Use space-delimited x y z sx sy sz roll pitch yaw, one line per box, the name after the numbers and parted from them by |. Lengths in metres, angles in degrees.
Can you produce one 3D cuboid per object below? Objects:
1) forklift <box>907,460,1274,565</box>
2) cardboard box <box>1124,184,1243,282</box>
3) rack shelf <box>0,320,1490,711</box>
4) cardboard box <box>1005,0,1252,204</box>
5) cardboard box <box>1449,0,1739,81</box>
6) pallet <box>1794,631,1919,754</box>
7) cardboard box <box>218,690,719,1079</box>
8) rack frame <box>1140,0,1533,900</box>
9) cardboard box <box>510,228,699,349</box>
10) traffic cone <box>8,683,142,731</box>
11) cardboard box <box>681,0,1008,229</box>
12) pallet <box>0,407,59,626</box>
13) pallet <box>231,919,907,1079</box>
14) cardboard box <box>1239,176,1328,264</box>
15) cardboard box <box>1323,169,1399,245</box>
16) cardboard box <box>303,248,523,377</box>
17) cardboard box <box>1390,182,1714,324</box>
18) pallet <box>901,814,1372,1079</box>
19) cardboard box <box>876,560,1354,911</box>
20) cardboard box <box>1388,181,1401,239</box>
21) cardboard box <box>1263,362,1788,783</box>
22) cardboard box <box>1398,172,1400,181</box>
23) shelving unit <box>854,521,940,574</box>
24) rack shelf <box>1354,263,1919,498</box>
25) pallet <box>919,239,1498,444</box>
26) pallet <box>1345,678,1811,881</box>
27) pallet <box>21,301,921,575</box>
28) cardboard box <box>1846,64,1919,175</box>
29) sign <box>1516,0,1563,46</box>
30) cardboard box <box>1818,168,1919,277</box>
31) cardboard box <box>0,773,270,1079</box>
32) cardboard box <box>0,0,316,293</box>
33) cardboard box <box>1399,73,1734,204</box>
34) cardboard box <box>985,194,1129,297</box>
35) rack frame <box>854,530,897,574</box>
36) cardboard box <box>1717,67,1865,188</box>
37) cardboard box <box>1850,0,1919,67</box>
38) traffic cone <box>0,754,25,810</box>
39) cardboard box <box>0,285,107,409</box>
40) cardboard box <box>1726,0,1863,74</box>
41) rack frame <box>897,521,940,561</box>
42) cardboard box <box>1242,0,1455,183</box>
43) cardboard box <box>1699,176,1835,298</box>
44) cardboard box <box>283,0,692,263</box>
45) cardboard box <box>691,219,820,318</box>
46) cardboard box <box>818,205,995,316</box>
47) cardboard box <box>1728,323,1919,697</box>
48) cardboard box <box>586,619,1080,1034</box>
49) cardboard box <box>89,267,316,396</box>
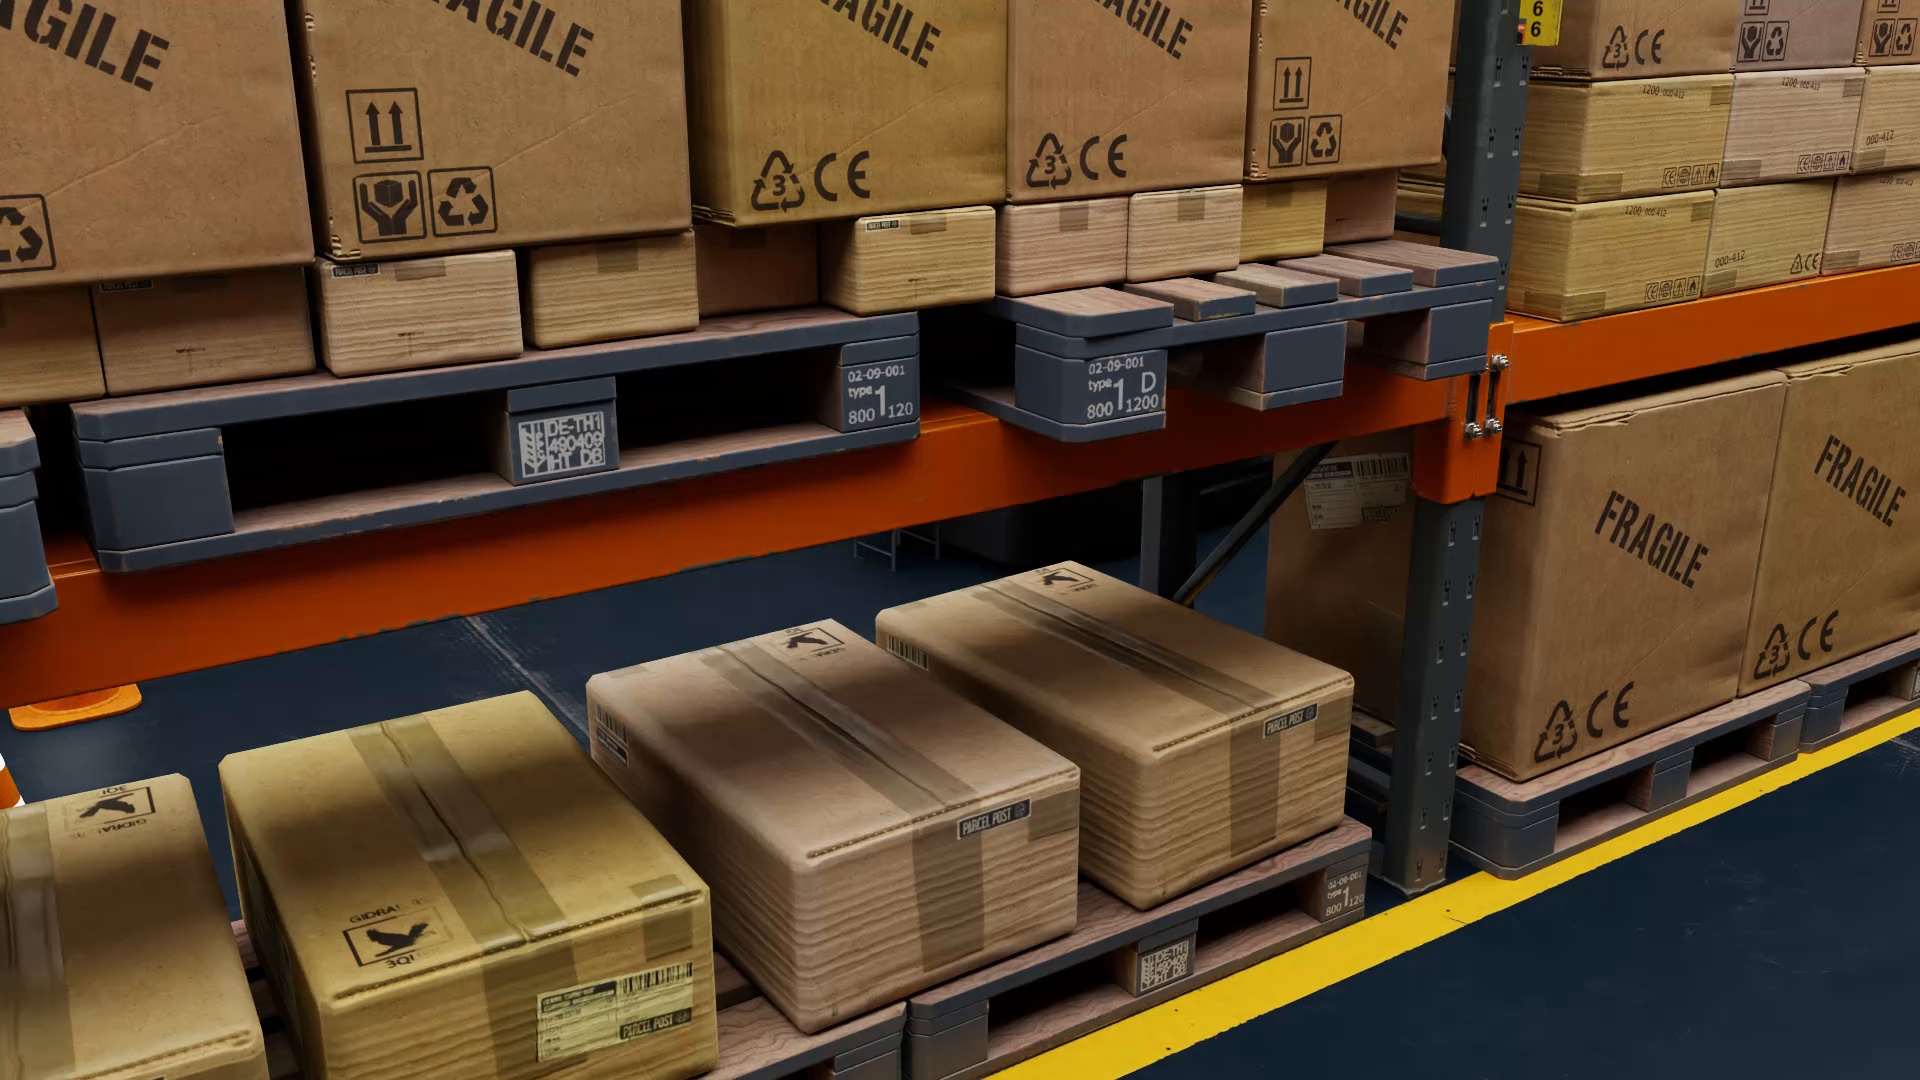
0.984 -1.667 6.599 3.031 2.935 1.130 -16 24 -39 | forklift
0.289 -0.577 3.006 0.250 0.149 0.380 -12 22 -32 | cardboard box
-0.867 -0.048 2.826 4.000 0.370 1.077 -12 22 -31 | rack shelf
0.151 -0.880 2.887 0.500 0.500 0.500 -12 22 -32 | cardboard box
1.350 -1.284 3.640 0.500 0.500 0.500 -13 22 -33 | cardboard box
2.521 0.248 5.183 1.213 0.211 1.003 -12 22 -31 | pallet
-0.922 0.666 3.039 0.625 0.372 0.950 -11 22 -30 | cardboard box
0.803 -0.741 3.753 0.127 3.000 1.000 -12 22 -31 | rack frame
-0.591 -0.406 2.499 0.250 0.149 0.380 -13 22 -33 | cardboard box
-2.579 0.254 4.771 0.334 0.463 0.336 -12 22 -31 | traffic cone
-0.270 -0.791 2.623 0.500 0.500 0.500 -14 23 -35 | cardboard box
-1.819 -0.041 1.983 1.213 0.211 1.003 -12 22 -31 | pallet
-0.868 0.931 3.162 1.213 0.211 1.003 -12 22 -31 | pallet
0.475 -0.634 3.172 0.250 0.149 0.380 -12 22 -31 | cardboard box
0.659 -0.700 3.369 0.250 0.149 0.380 -11 22 -29 | cardboard box
-0.798 -0.351 2.337 0.250 0.149 0.380 -11 22 -29 | cardboard box
1.351 -0.689 3.833 0.500 0.250 0.500 -12 22 -32 | cardboard box
0.150 0.717 3.794 1.213 0.211 1.003 -12 22 -31 | pallet
0.326 0.402 3.820 0.625 0.372 0.950 -14 23 -35 | cardboard box
1.083 -0.829 4.246 0.500 0.250 0.500 -13 23 -33 | cardboard box
1.426 -0.033 4.320 0.875 0.875 0.875 -12 22 -32 | cardboard box
1.068 -1.060 4.150 0.500 0.250 0.500 -12 22 -32 | cardboard box
-0.229 -0.358 5.899 0.210 0.900 0.258 -16 24 -39 | shelving unit
2.474 -0.753 4.910 4.000 0.370 1.077 -12 22 -31 | rack shelf
0.267 -0.496 3.328 1.003 0.211 1.213 -12 22 -31 | pallet
1.503 0.461 4.551 1.213 0.211 1.003 -12 22 -31 | pallet
-0.827 -0.291 2.720 1.213 0.211 1.003 -12 22 -31 | pallet
2.218 -1.105 4.284 0.500 0.250 0.500 -12 22 -32 | cardboard box
1.110 -1.109 3.156 0.005 0.325 0.100 -12 22 -31 | sign
2.211 -0.875 4.383 0.500 0.250 0.500 -11 22 -30 | cardboard box
-1.502 0.789 2.675 0.625 0.372 0.950 -10 21 -28 | cardboard box
-1.150 -0.601 2.064 0.500 0.500 0.500 -12 22 -32 | cardboard box
1.362 -0.930 3.766 0.500 0.250 0.500 -12 22 -32 | cardboard box
0.075 -0.535 2.881 0.250 0.149 0.380 -13 23 -34 | cardboard box
-0.305 -0.337 5.836 0.006 0.900 0.240 -16 24 -39 | rack frame
1.795 -1.021 4.034 0.500 0.250 0.500 -11 22 -30 | cardboard box
2.199 -1.460 4.164 0.500 0.500 0.500 -11 22 -30 | cardboard box
-2.272 0.572 3.829 0.334 0.463 0.336 -12 22 -31 | traffic cone
-1.256 -0.275 2.112 0.250 0.149 0.380 -12 22 -31 | cardboard box
1.759 -1.373 3.907 0.500 0.500 0.500 -12 22 -31 | cardboard box
-0.153 -0.380 5.963 0.006 0.900 0.240 -16 24 -39 | rack frame
0.577 -0.974 3.165 0.500 0.500 0.500 -13 22 -33 | cardboard box
1.770 -0.784 4.115 0.500 0.250 0.500 -13 22 -33 | cardboard box
-0.726 -0.695 2.340 0.500 0.500 0.500 -13 23 -34 | cardboard box
-0.427 -0.472 2.695 0.250 0.149 0.380 -12 22 -31 | cardboard box
-0.148 -0.483 2.726 0.250 0.149 0.380 -11 22 -30 | cardboard box
2.173 -0.189 4.782 0.875 0.875 0.875 -12 22 -31 | cardboard box
-0.286 0.534 3.429 0.625 0.372 0.950 -12 22 -32 | cardboard box
-1.049 -0.318 2.240 0.250 0.149 0.380 -12 22 -31 | cardboard box
